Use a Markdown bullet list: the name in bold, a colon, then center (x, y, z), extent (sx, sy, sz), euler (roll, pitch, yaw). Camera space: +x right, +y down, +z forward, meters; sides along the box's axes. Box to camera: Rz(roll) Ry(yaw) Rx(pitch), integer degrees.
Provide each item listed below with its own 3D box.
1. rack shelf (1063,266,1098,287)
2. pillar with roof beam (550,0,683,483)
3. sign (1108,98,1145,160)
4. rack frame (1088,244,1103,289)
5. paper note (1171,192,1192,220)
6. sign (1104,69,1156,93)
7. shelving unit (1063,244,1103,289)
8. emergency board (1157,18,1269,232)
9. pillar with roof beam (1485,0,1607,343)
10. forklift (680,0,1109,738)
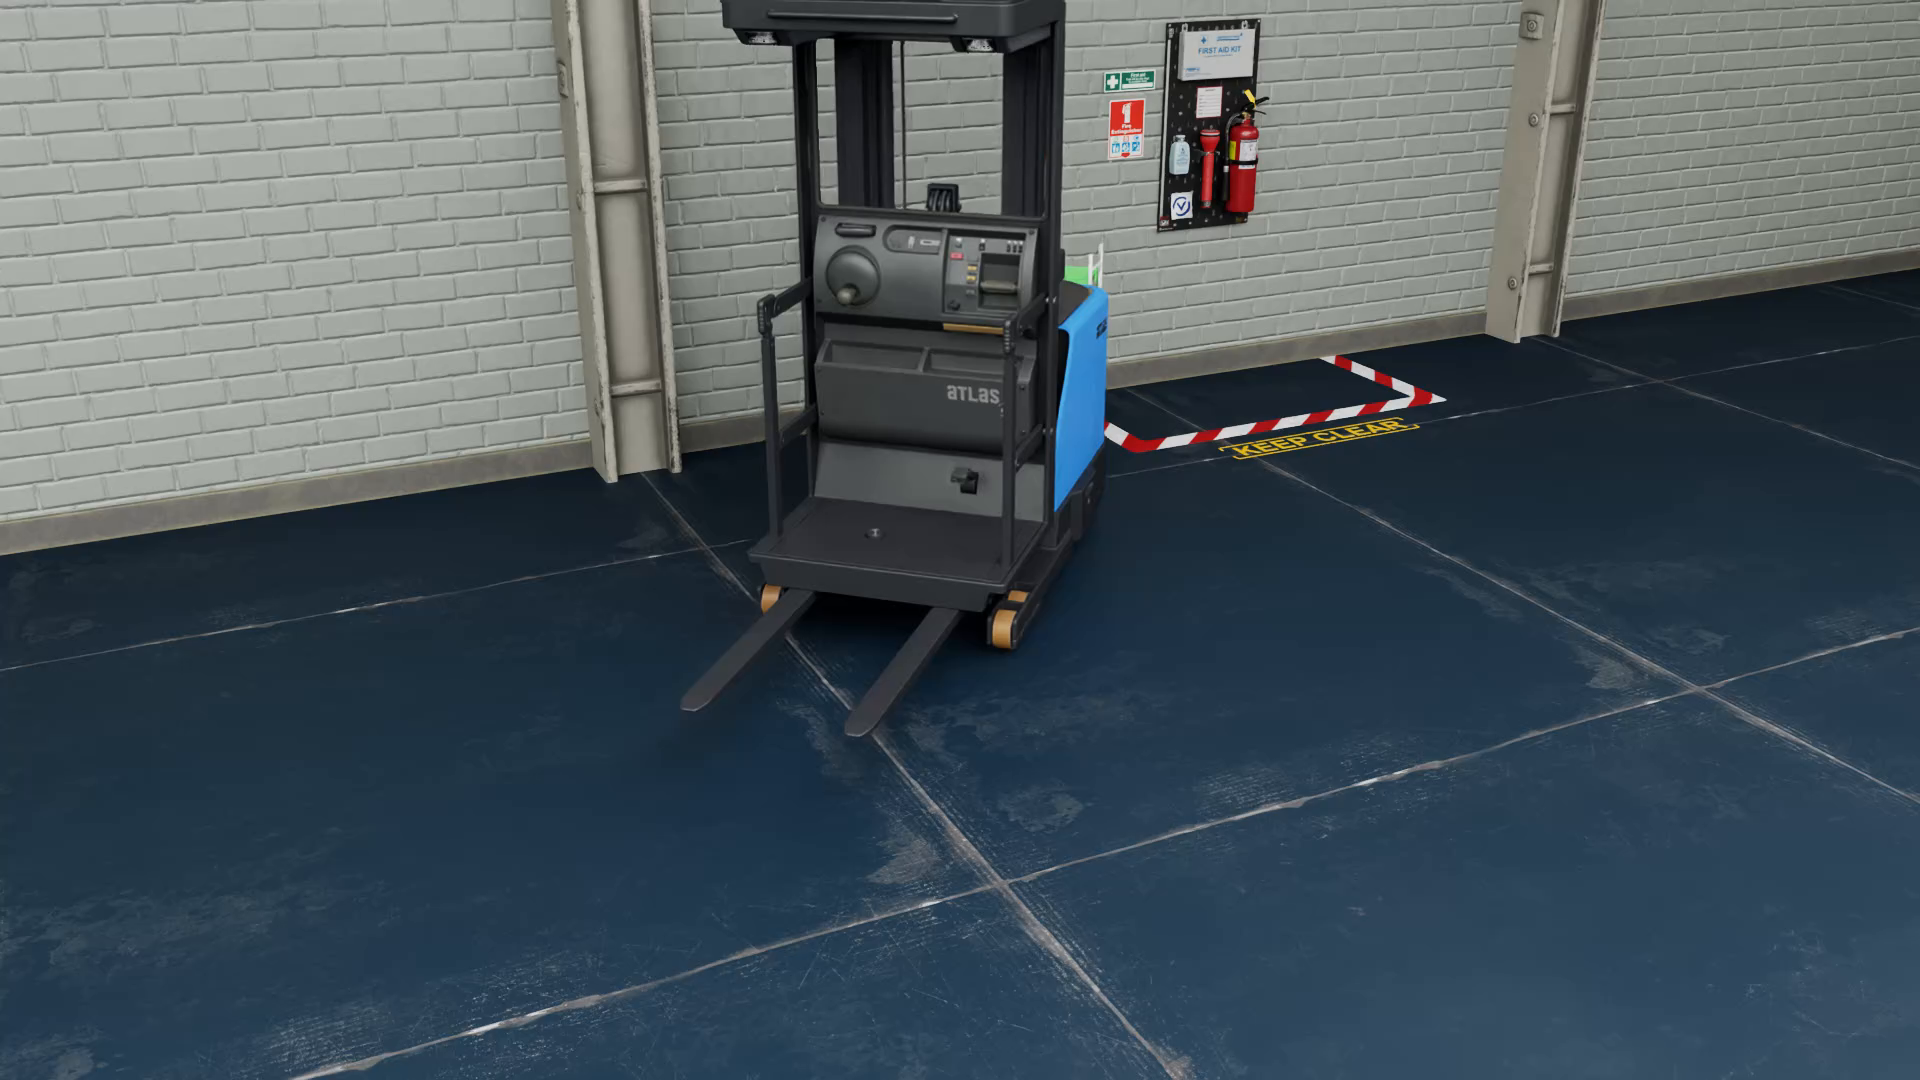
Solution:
- **rack shelf**: center (0.421, -1.257, 8.130), extent (0.480, 0.148, 0.258), euler (7, 23, 16)
- **pillar with roof beam**: center (0.187, -3.049, 3.350), extent (0.400, 9.000, 9.100), euler (-10, 25, -24)
- **sign**: center (0.940, -2.320, 9.385), extent (0.234, 0.329, 0.001), euler (-10, 25, -24)
- **rack frame**: center (0.654, -0.845, 8.222), extent (0.015, 1.200, 0.240), euler (7, 23, 16)
- **paper note**: center (1.293, -1.947, 9.683), extent (0.142, 0.148, 0.016), euler (-10, 25, -24)
- **sign**: center (0.948, -2.562, 9.278), extent (0.331, 0.109, 0.001), euler (-10, 25, -24)
- **shelving unit**: center (0.421, -0.872, 8.289), extent (0.503, 1.200, 0.258), euler (7, 23, 16)
- **emergency board**: center (1.483, -2.359, 9.528), extent (0.643, 1.169, 0.194), euler (-10, 25, -24)
- **pillar with roof beam**: center (5.593, -4.044, 5.755), extent (0.400, 9.000, 9.100), euler (-10, 25, -24)
- **forklift**: center (-0.206, -1.081, 6.528), extent (1.130, 2.935, 3.031), euler (7, 23, 16)
